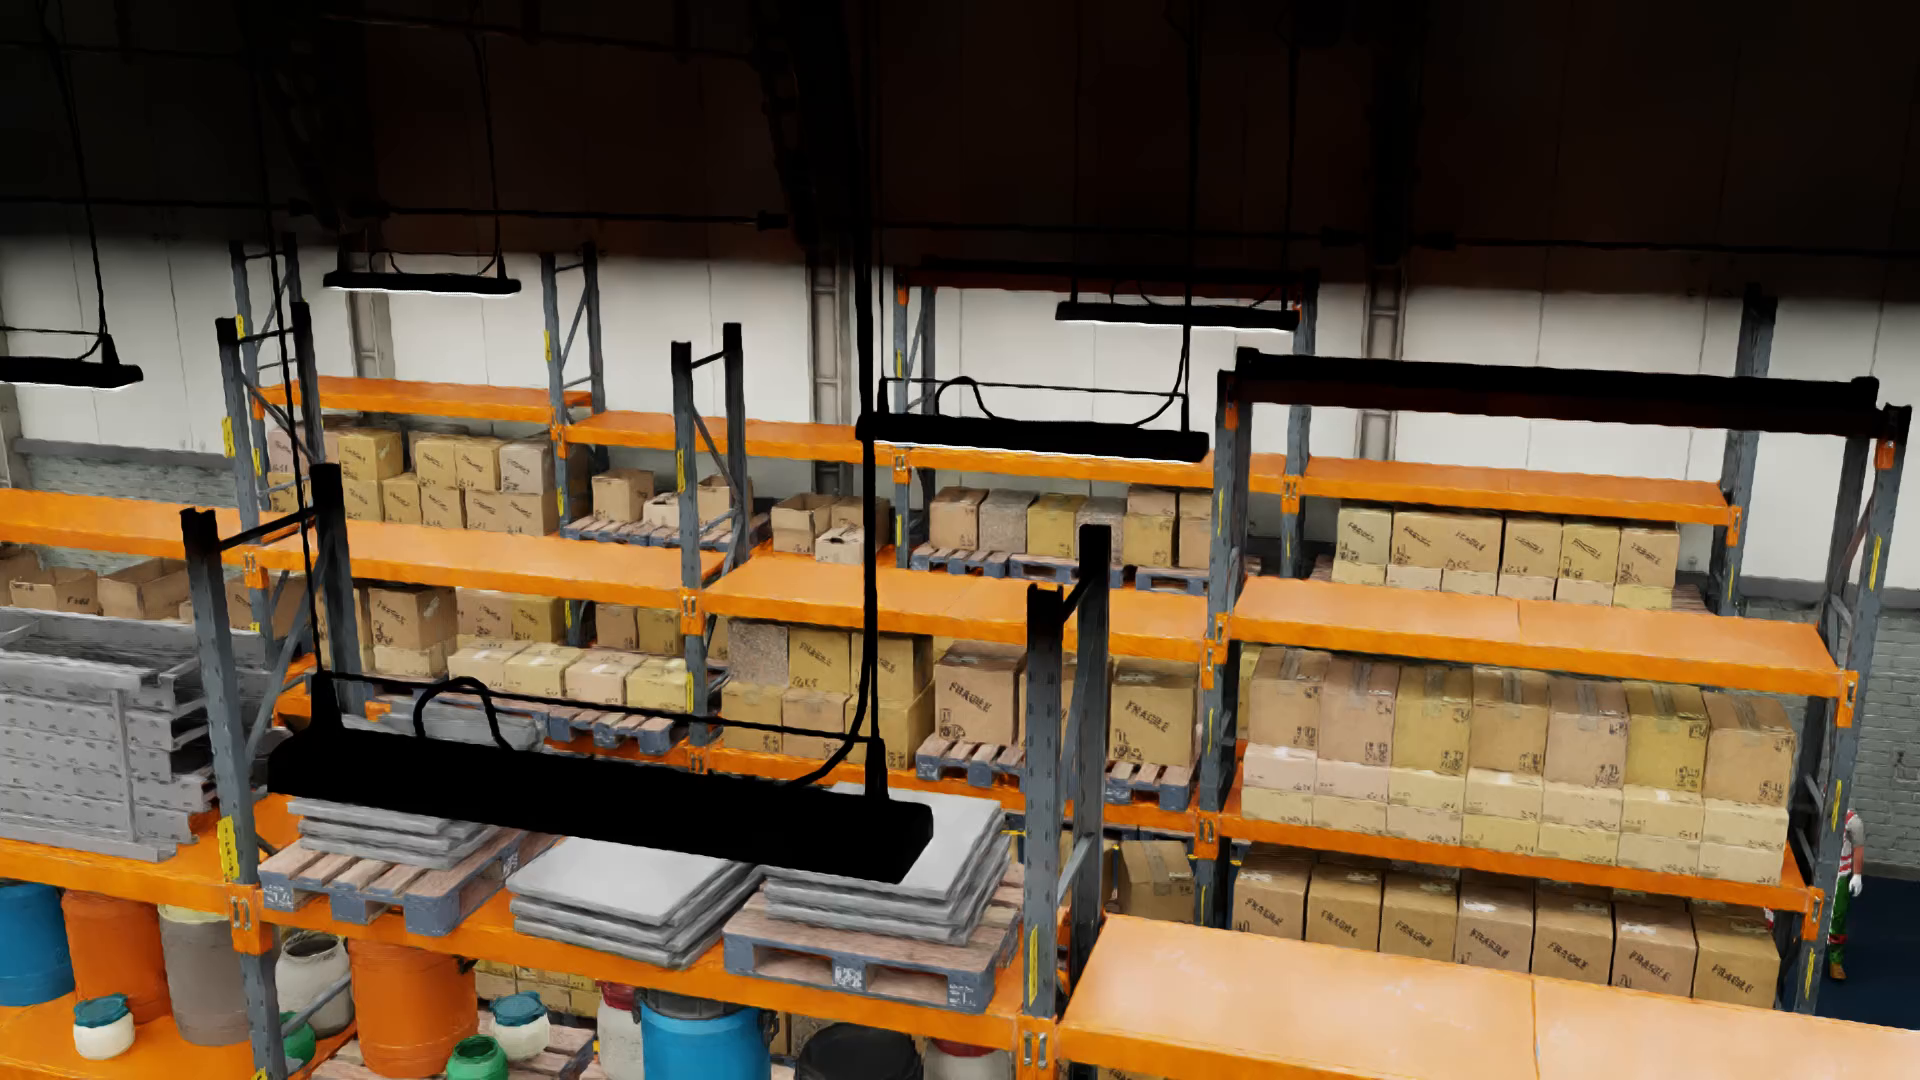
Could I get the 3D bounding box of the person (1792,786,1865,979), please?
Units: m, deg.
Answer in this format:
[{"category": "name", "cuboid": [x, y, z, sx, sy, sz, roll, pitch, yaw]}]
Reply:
[{"category": "person", "cuboid": [7.869, 3.006, 15.062, 0.531, 1.779, 0.708, -12, 20, -37]}]
